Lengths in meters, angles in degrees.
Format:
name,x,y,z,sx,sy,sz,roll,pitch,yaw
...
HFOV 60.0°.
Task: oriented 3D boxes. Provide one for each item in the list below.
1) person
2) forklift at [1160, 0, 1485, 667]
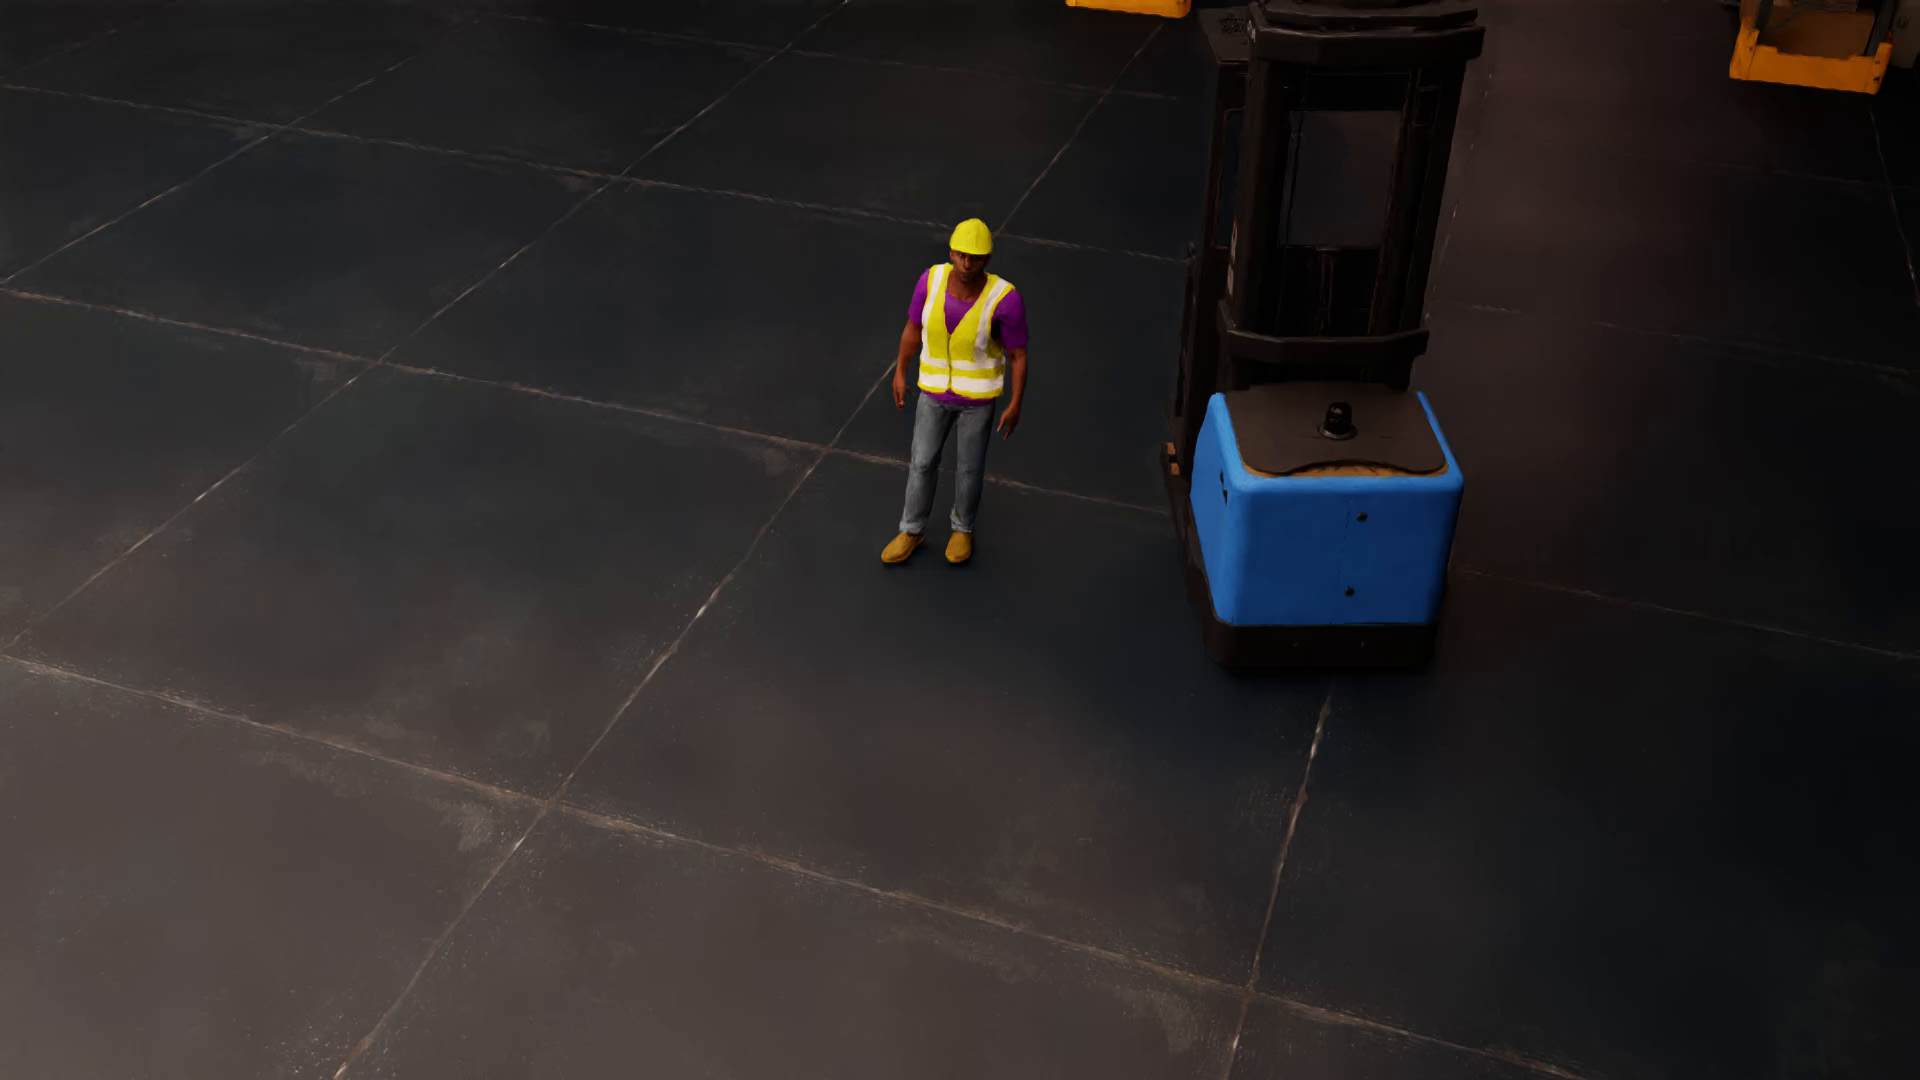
name,x,y,z,sx,sy,sz,roll,pitch,yaw
person,-0.028,-0.690,8.078,0.665,1.766,0.576,12,37,16
forklift,1.672,-1.429,8.126,1.130,2.935,3.031,0,35,0
